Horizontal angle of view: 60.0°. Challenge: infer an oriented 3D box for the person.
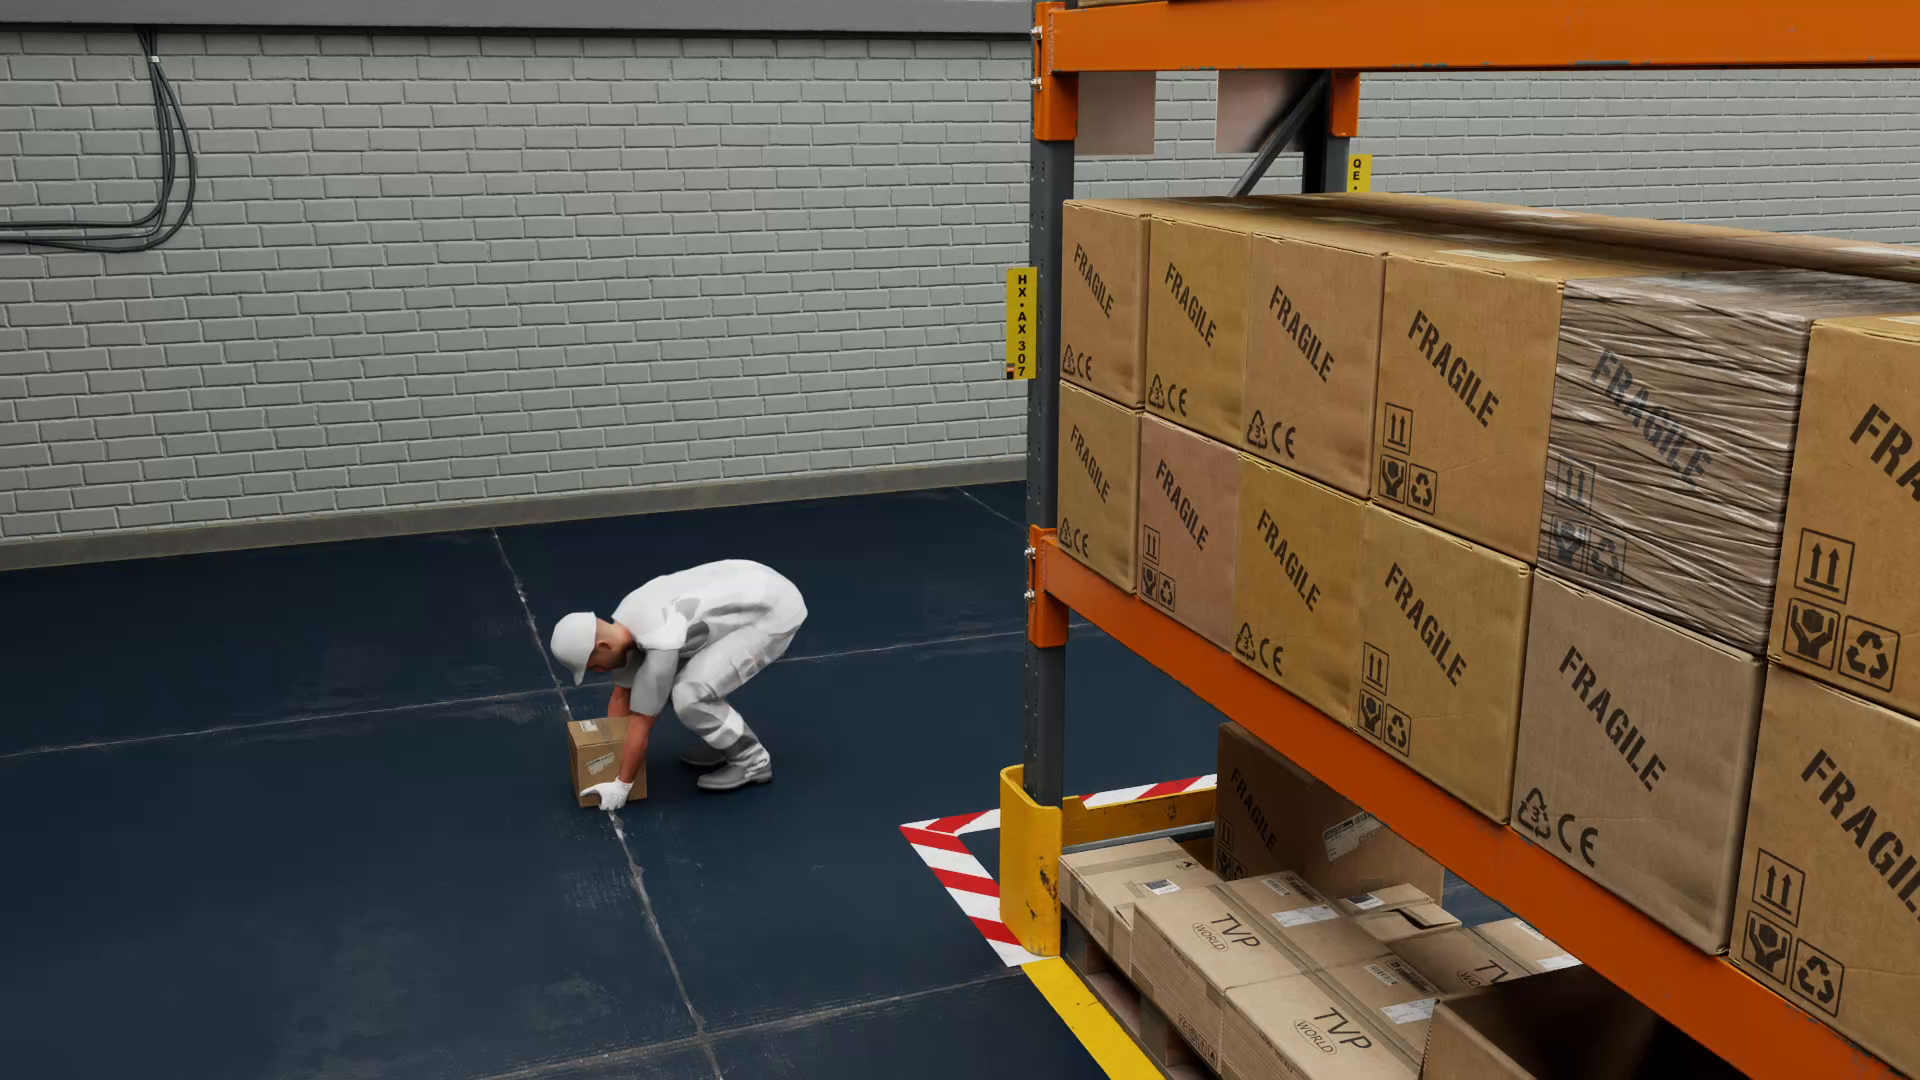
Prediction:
[{"bbox_3d":[-1.062,0.537,6.356,0.965,0.867,0.532,-6,17,-22],"label":"person"}]
